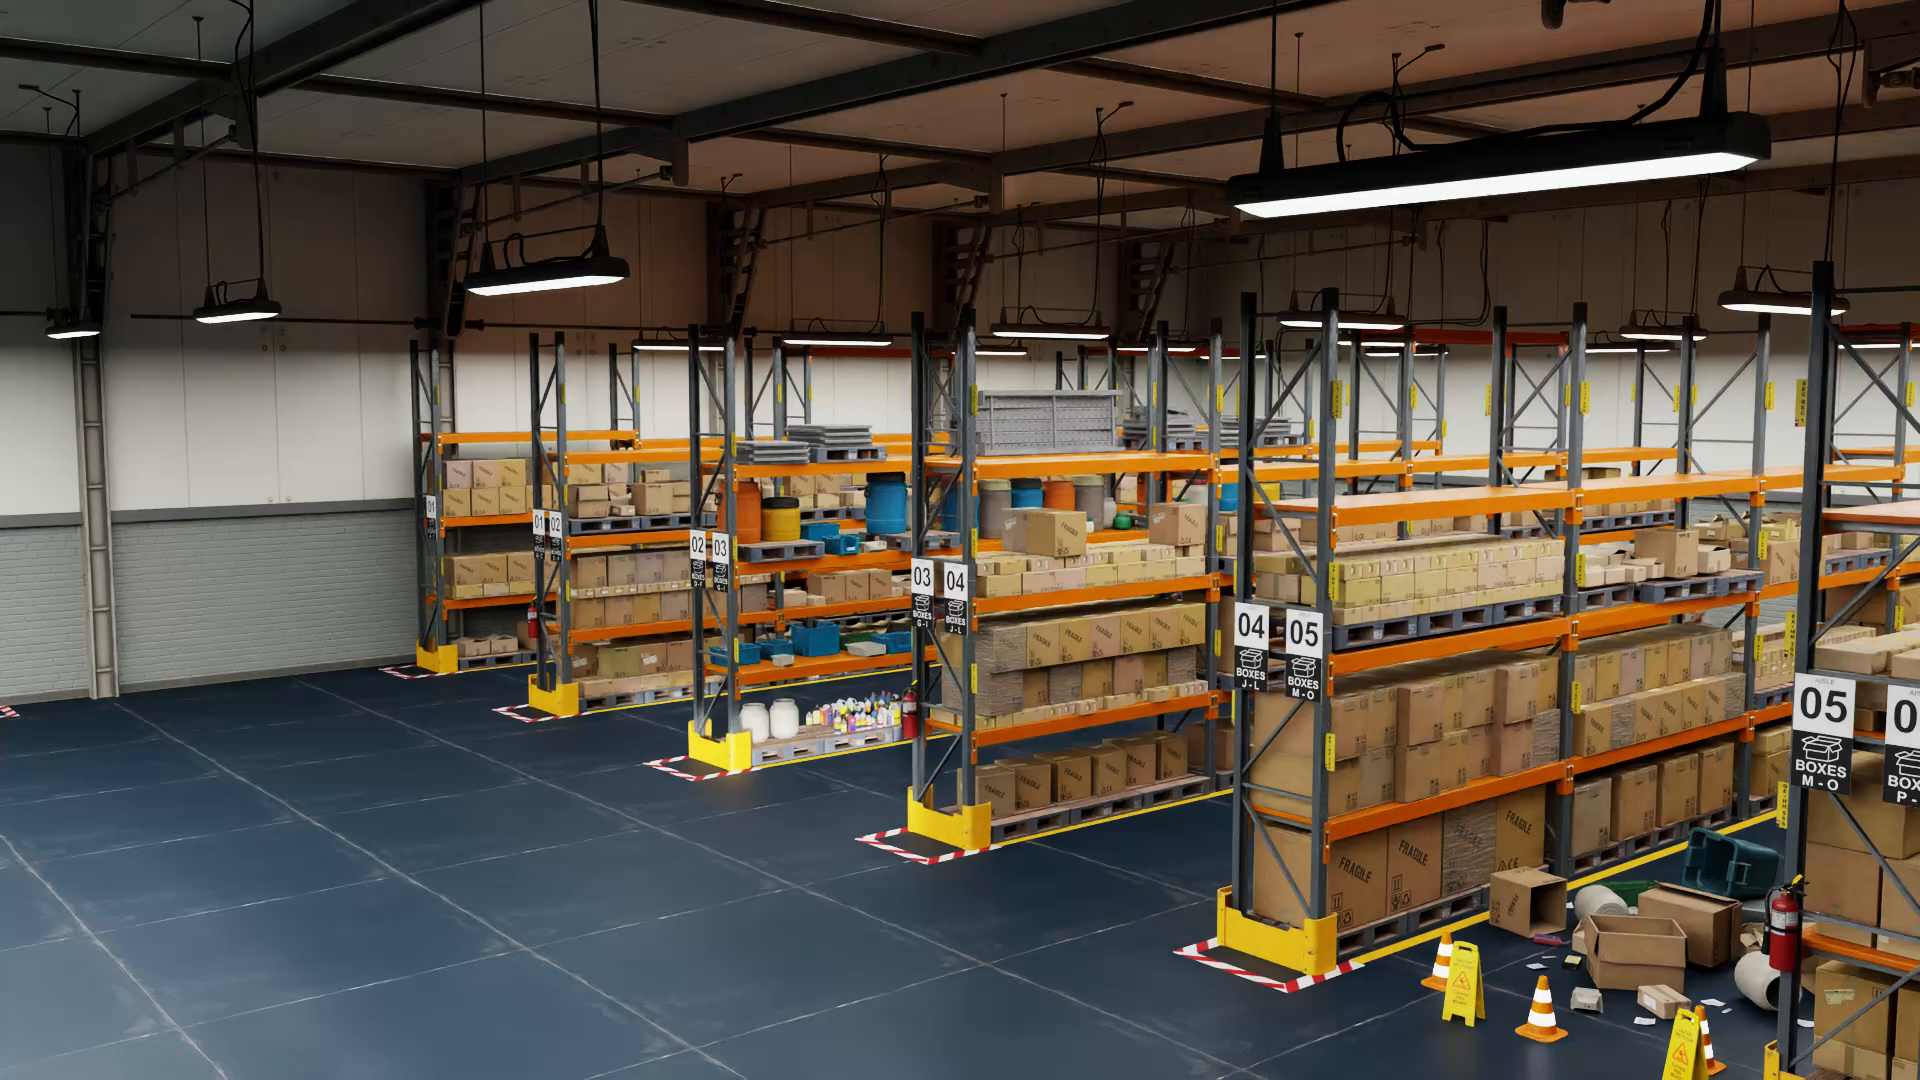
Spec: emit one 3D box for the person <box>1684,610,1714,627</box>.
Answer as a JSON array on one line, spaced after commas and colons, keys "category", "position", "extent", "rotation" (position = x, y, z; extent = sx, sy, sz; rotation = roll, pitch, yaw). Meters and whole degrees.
[{"category": "person", "position": [11.479, 1.888, 25.987], "extent": [1.170, 1.716, 0.684], "rotation": [-5, 7, -42]}]
